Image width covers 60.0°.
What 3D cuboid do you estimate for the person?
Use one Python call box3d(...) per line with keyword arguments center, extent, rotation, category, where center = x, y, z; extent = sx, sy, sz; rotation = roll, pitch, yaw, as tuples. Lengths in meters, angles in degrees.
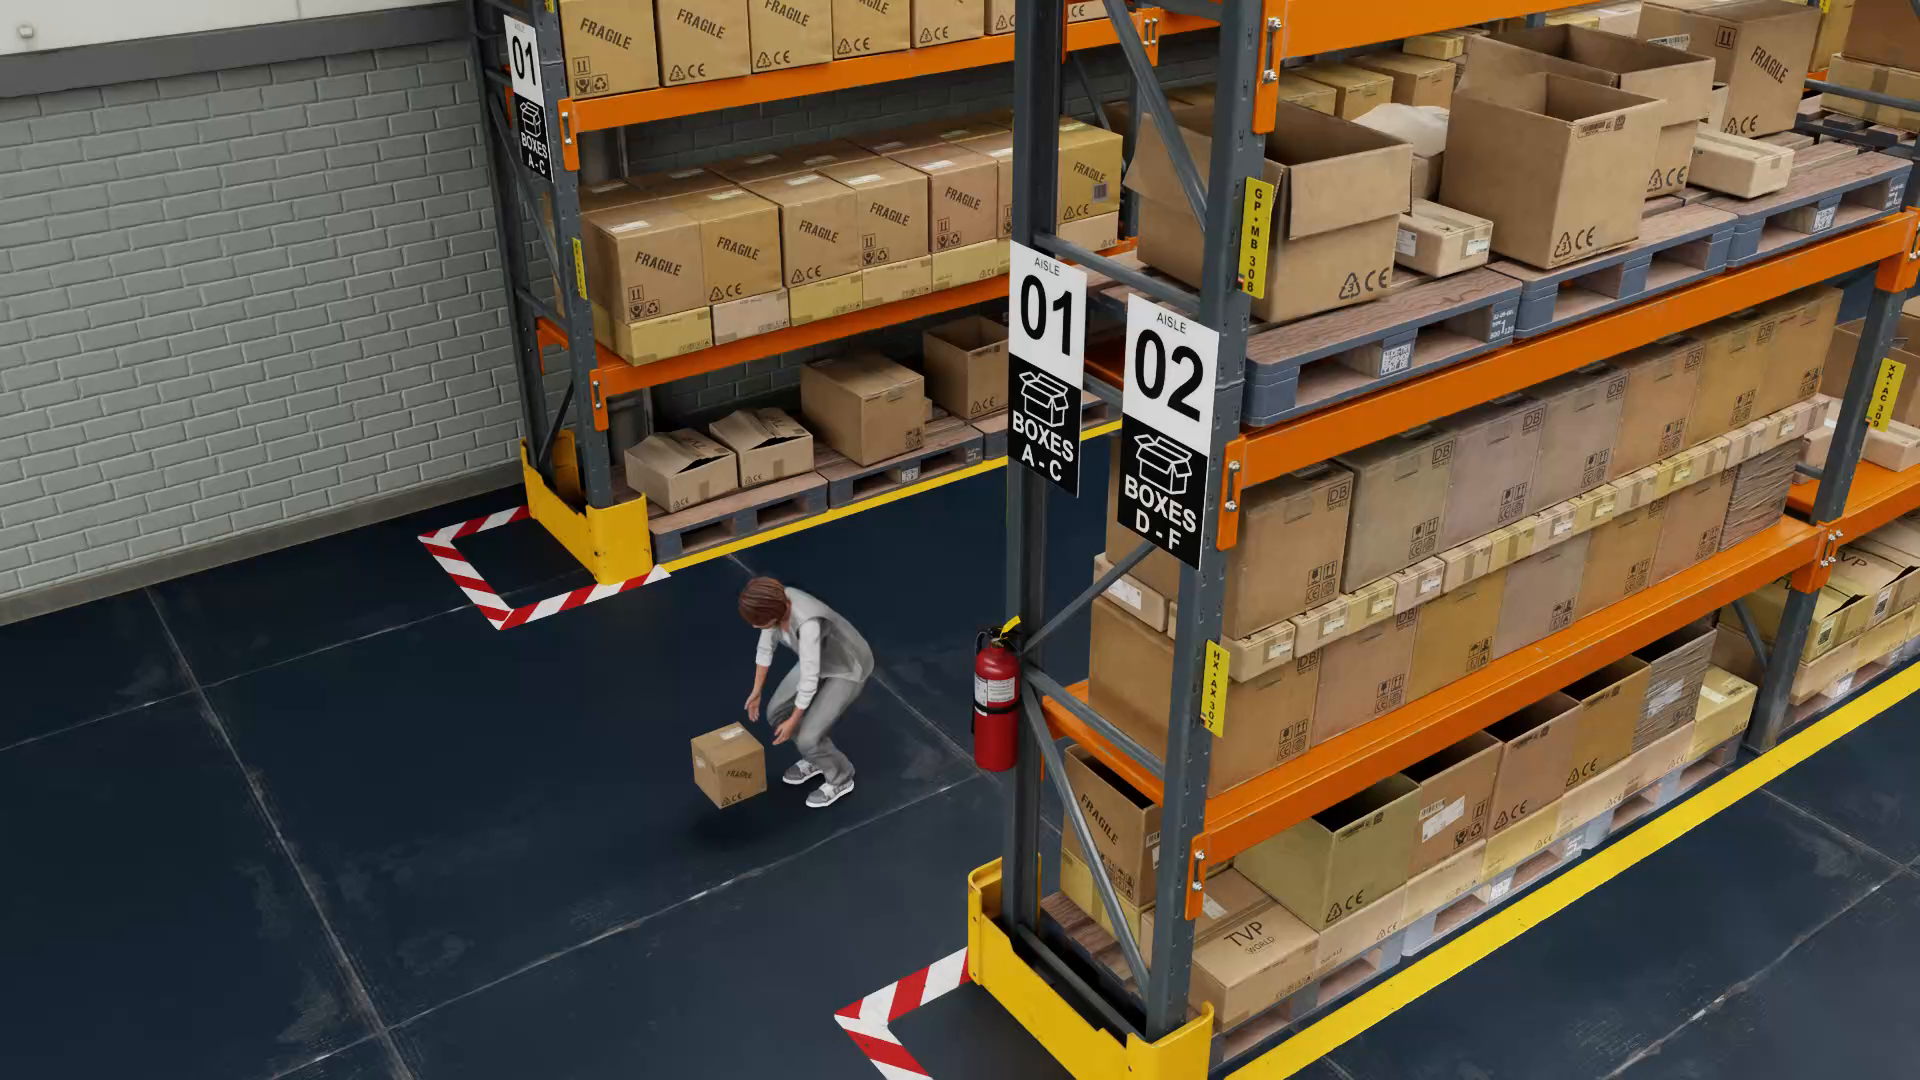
box3d(center=(-0.704, 0.692, 7.772), extent=(0.685, 1.230, 0.463), rotation=(-19, 34, -30), category="person")
